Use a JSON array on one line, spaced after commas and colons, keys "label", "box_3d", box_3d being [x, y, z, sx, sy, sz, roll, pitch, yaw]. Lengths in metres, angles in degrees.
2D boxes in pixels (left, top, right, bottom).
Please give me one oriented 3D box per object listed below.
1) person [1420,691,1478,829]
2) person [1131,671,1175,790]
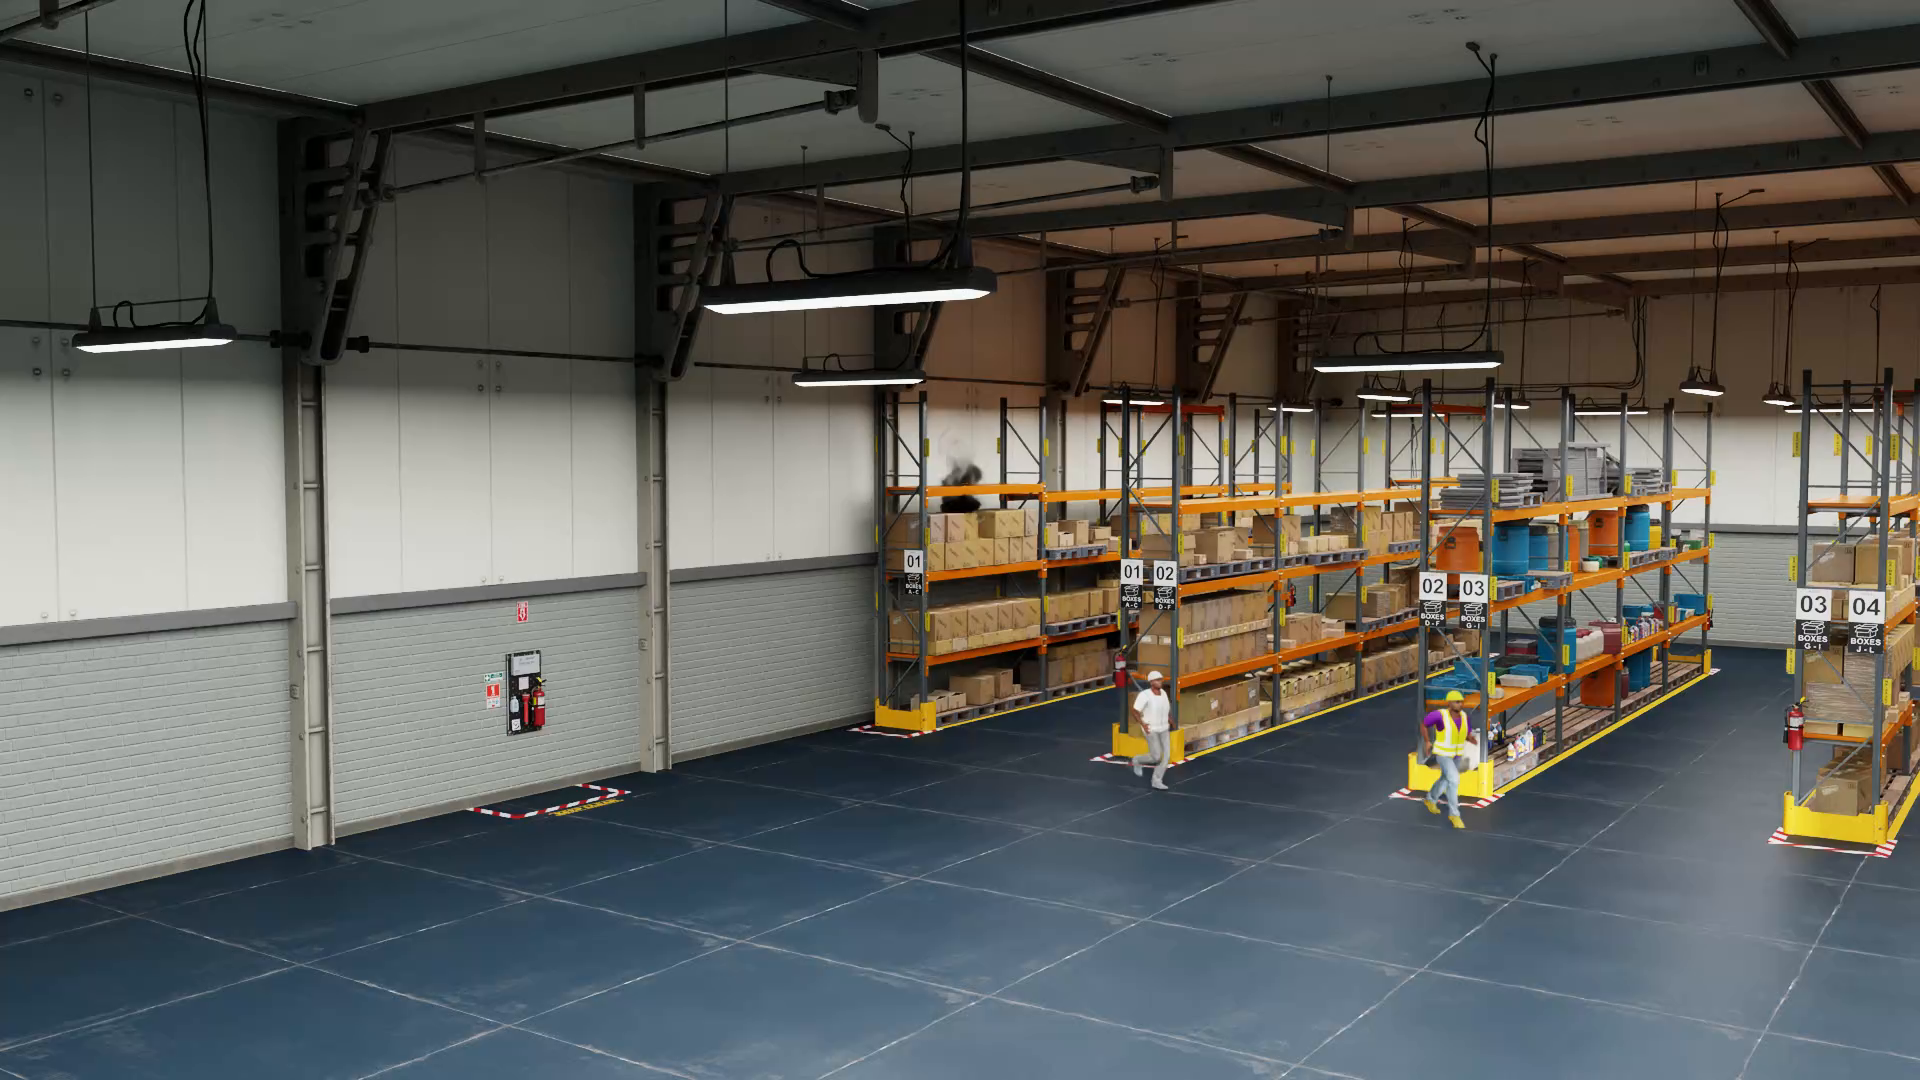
[{"label": "person", "box_3d": [6.525, 2.894, 22.235, 0.617, 1.802, 0.915, -2, 4, -28]}, {"label": "person", "box_3d": [2.854, 2.787, 24.499, 0.704, 1.729, 0.667, -2, 4, -35]}]
